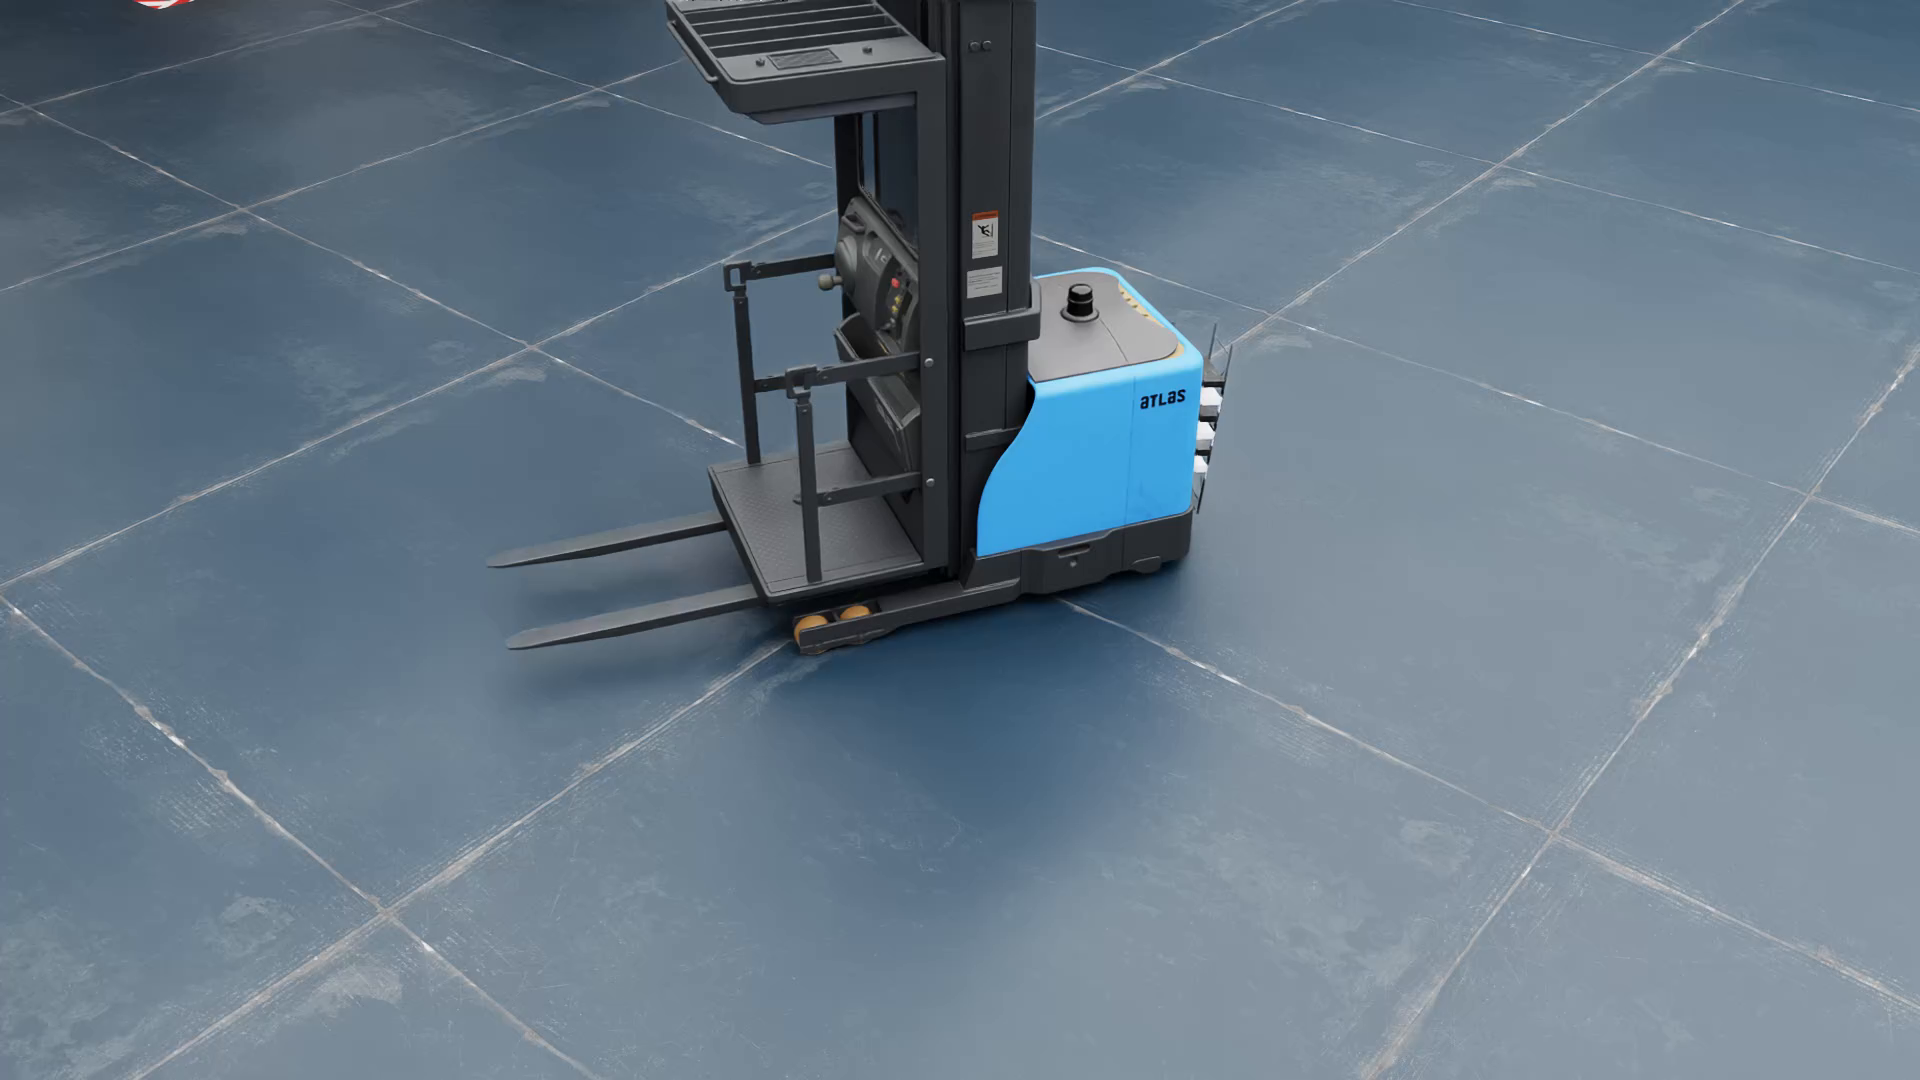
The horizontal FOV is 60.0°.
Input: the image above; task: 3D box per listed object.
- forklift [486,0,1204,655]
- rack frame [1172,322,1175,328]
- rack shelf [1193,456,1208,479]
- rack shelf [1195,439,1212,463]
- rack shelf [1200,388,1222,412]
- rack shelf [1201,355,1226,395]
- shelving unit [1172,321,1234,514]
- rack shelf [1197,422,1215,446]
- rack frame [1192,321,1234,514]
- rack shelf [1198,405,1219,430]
[{"bbox_3d":[-0.527,-1.061,6.706,3.031,2.935,1.130,-12,36,-17],"label":"forklift"},{"bbox_3d":[0.956,-0.555,7.731,0.006,0.900,0.240,-2,34,-13],"label":"rack frame"},{"bbox_3d":[1.035,-0.381,7.870,0.200,0.077,0.258,-2,34,-13],"label":"rack shelf"},{"bbox_3d":[1.044,-0.456,7.821,0.200,0.077,0.258,-2,34,-13],"label":"rack shelf"},{"bbox_3d":[1.069,-0.681,7.674,0.200,0.077,0.258,-2,34,-13],"label":"rack shelf"},{"bbox_3d":[1.078,-0.755,7.624,0.200,0.077,0.258,-2,34,-13],"label":"rack shelf"},{"bbox_3d":[1.055,-0.559,7.754,0.210,0.900,0.258,-2,34,-13],"label":"shelving unit"},{"bbox_3d":[1.052,-0.531,7.772,0.200,0.077,0.258,-2,34,-13],"label":"rack shelf"},{"bbox_3d":[1.154,-0.562,7.777,0.006,0.900,0.240,-2,34,-13],"label":"rack frame"},{"bbox_3d":[1.061,-0.606,7.723,0.200,0.077,0.258,-2,34,-13],"label":"rack shelf"}]
